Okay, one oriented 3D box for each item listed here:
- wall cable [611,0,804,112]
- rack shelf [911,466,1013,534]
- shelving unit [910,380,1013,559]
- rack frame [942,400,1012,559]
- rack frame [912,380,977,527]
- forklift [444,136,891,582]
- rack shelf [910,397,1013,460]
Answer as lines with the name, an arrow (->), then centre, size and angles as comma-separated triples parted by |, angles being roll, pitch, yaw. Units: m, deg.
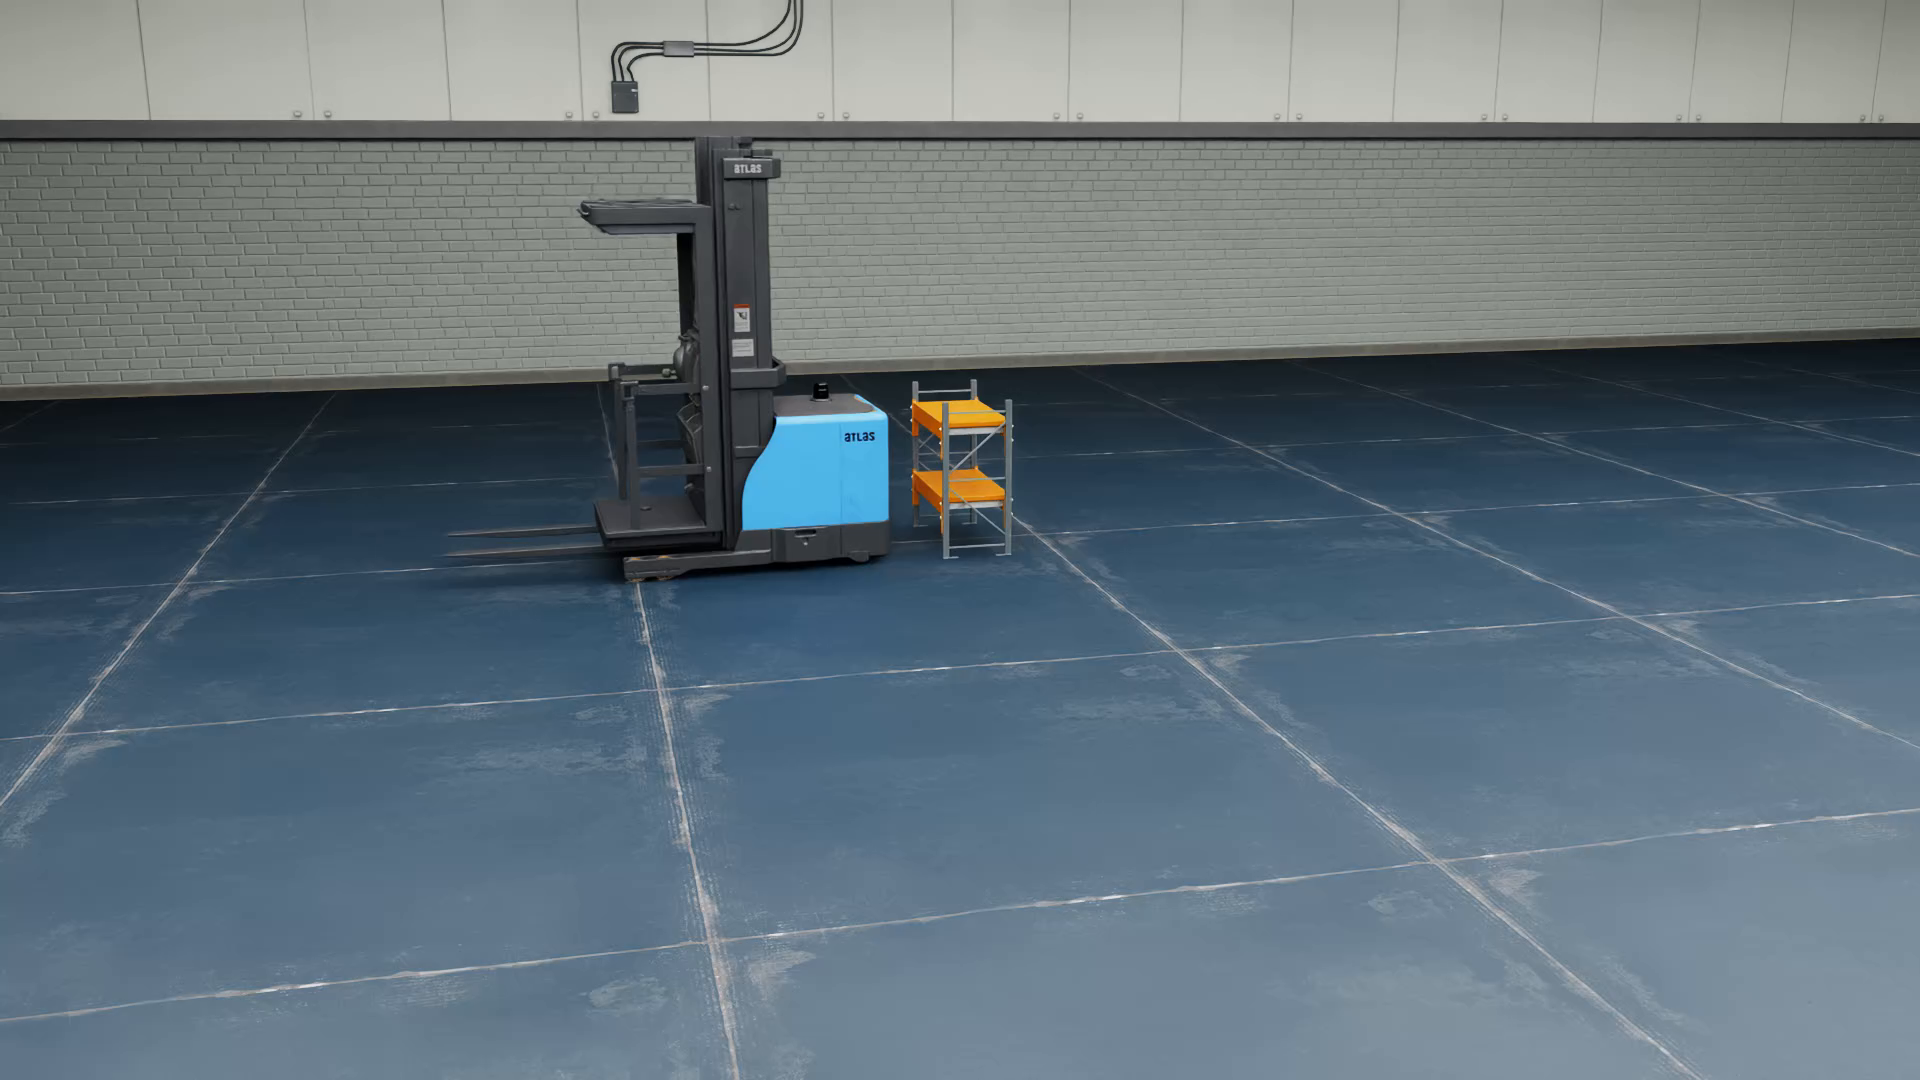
wall cable -> -2.987, -8.042, 19.216 | 2.305, 6.003, 0.169 | -3, 14, -13
rack shelf -> 0.002, -0.307, 12.345 | 0.538, 0.278, 1.000 | -3, 14, -13
shelving unit -> 0.002, -0.545, 12.287 | 0.538, 1.125, 1.048 | -3, 14, -13
rack frame -> 0.121, -0.428, 11.807 | 0.500, 1.125, 0.032 | -3, 14, -13
rack frame -> -0.118, -0.662, 12.767 | 0.500, 1.125, 0.032 | -3, 14, -13
forklift -> -2.064, -1.276, 11.475 | 3.031, 2.935, 1.130 | -4, 14, -15
rack shelf -> 0.002, -0.829, 12.218 | 0.538, 0.278, 1.000 | -3, 14, -13
